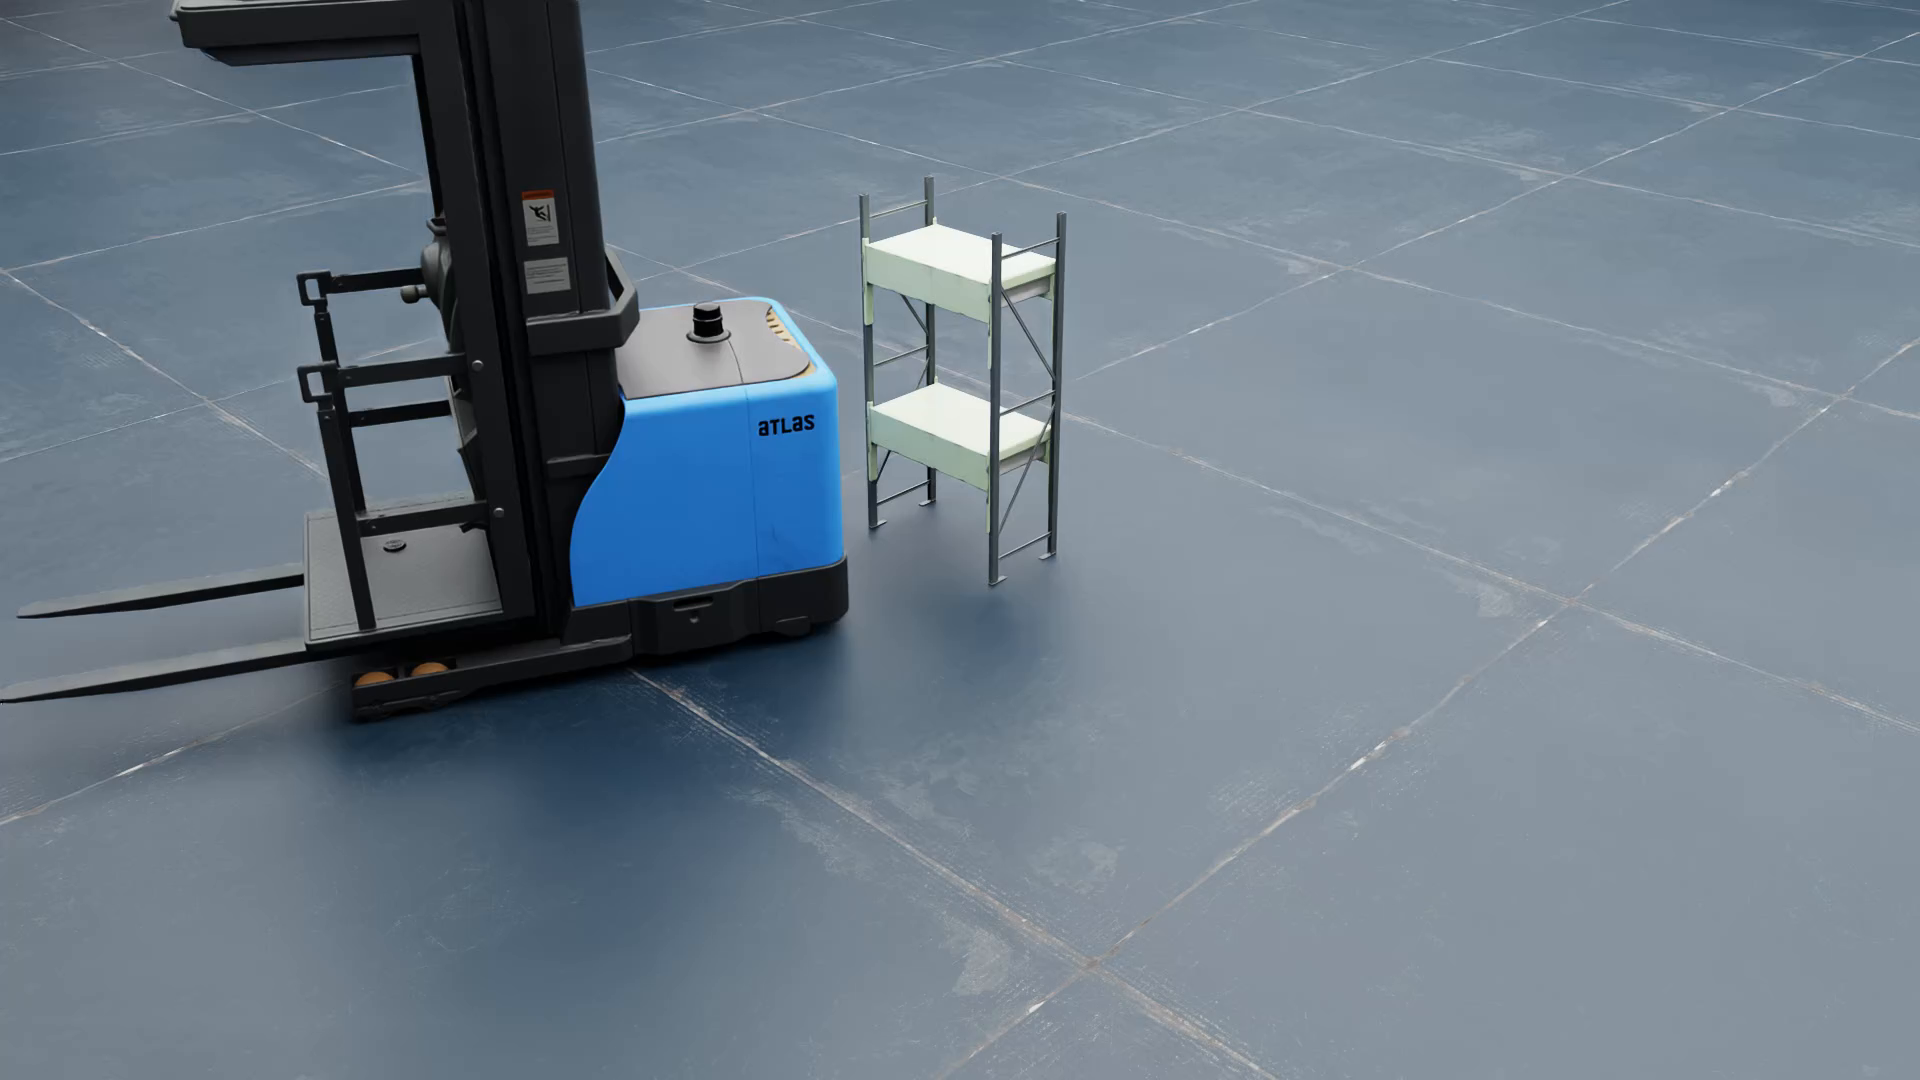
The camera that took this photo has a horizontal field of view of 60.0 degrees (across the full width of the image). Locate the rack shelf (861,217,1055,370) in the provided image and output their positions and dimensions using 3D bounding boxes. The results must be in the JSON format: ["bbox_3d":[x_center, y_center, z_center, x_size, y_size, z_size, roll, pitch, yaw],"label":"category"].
[{"bbox_3d":[0.005,-1.007,6.715,0.720,0.370,0.431,25,36,38],"label":"rack shelf"}]

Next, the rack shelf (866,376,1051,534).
[{"bbox_3d":[0.005,-0.373,7.049,0.720,0.370,0.431,25,36,38],"label":"rack shelf"}]

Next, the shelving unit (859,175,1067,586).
[{"bbox_3d":[0.005,-0.662,6.897,0.755,1.500,0.431,25,36,38],"label":"shelving unit"}]

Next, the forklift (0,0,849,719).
[{"bbox_3d":[-2.013,-0.927,5.864,3.031,2.935,1.130,-9,29,-17],"label":"forklift"}]

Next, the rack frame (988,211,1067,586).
[{"bbox_3d":[0.266,-0.542,6.670,0.023,1.500,0.400,25,36,38],"label":"rack frame"}]

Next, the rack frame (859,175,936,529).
[{"bbox_3d":[-0.256,-0.781,7.124,0.023,1.500,0.400,25,36,38],"label":"rack frame"}]
